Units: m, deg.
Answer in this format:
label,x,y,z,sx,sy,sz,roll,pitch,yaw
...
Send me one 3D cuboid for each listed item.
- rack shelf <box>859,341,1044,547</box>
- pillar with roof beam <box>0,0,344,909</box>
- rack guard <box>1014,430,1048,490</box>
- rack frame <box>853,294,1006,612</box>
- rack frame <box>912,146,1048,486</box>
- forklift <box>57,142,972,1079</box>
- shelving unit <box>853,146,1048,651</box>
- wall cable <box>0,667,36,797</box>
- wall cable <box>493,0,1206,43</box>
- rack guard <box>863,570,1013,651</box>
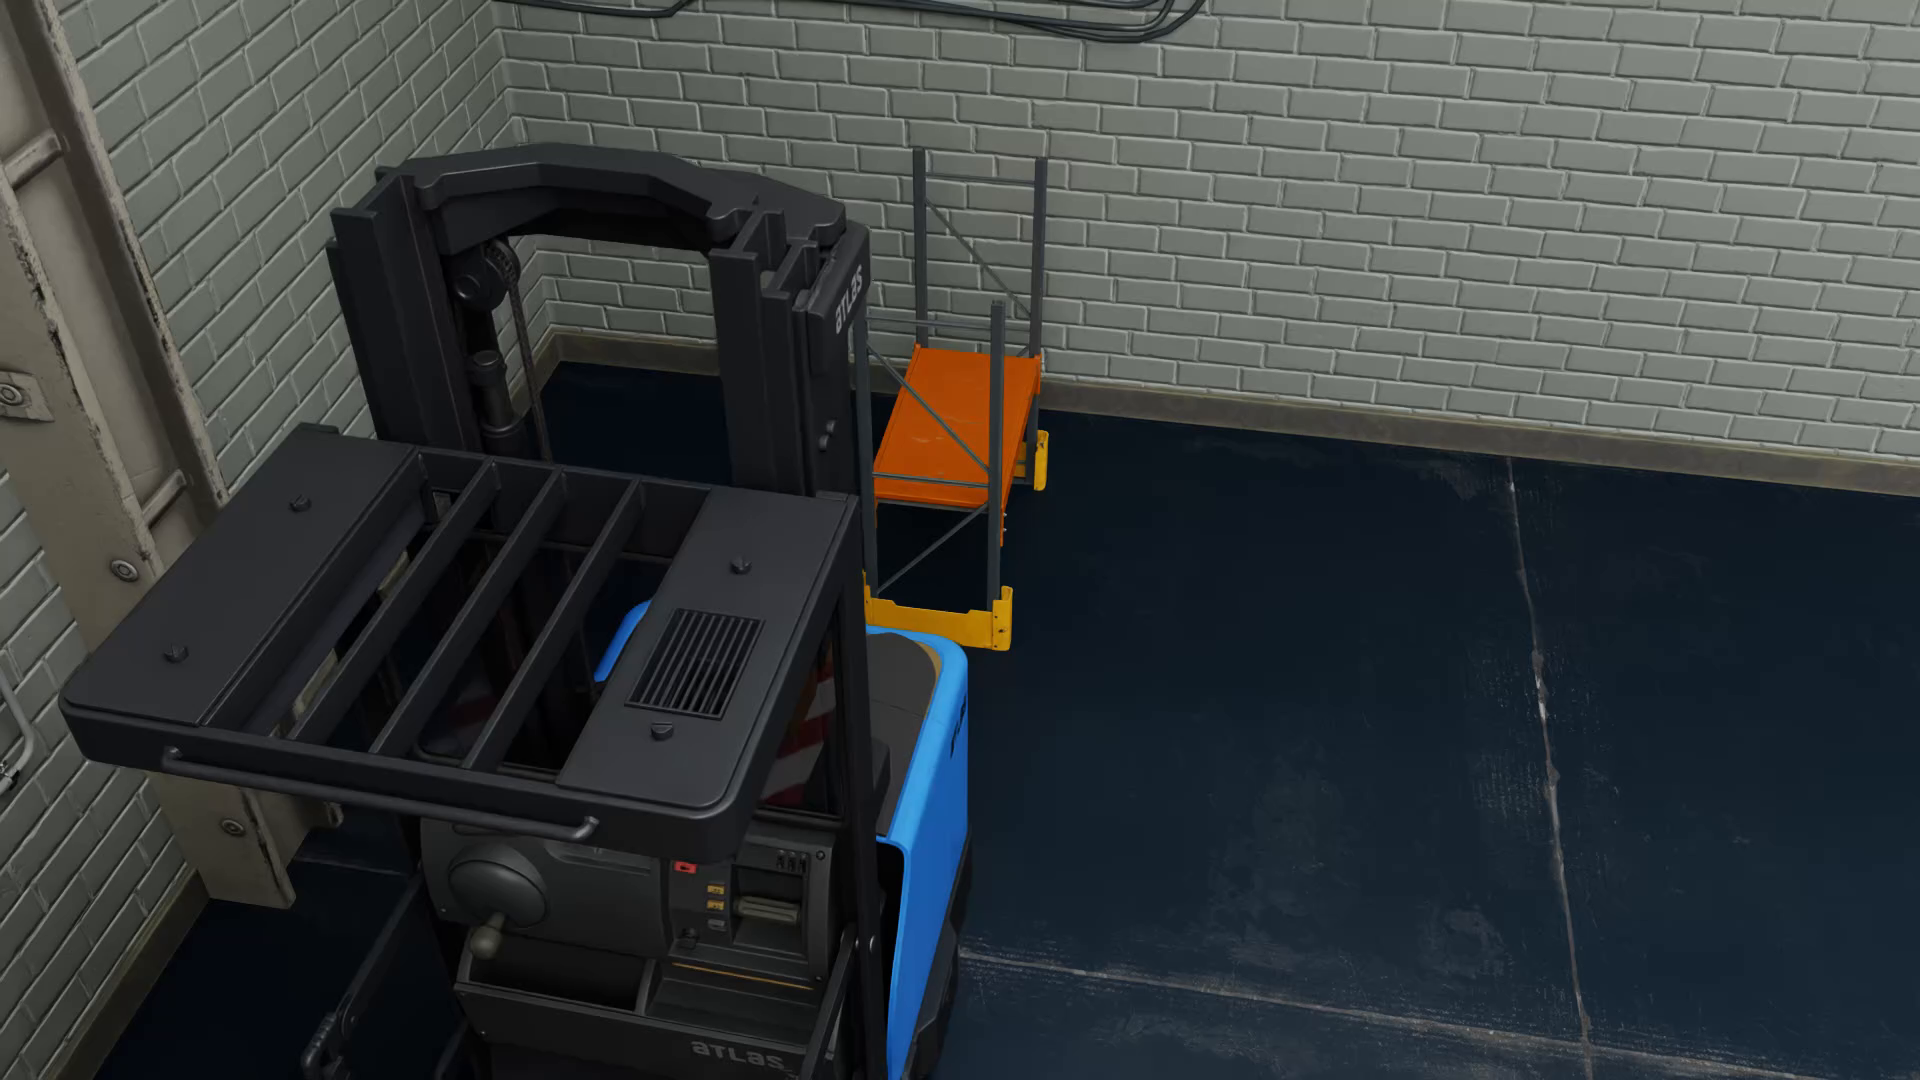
label,x,y,z,sx,sy,sz,roll,pitch,yaw
rack shelf,-0.015,-0.386,6.322,0.538,0.185,1.000,6,40,8
pillar with roof beam,1.975,-1.953,2.050,9.100,9.000,0.400,6,40,8
rack guard,0.073,-0.361,6.991,0.587,0.250,0.087,6,40,8
rack frame,-0.103,-0.205,5.821,0.500,1.500,0.032,6,40,8
rack frame,0.073,-0.844,6.593,0.500,1.500,0.032,6,40,8
forklift,-0.770,0.831,3.444,1.130,2.935,3.031,8,40,9
shelving unit,-0.013,-0.530,6.214,0.587,1.500,1.083,6,40,8
wall cable,-2.590,0.375,3.145,0.084,1.984,1.851,6,40,8
wall cable,-0.549,-2.951,5.694,3.097,2.526,0.112,6,40,8
rack guard,-0.099,0.264,6.234,0.587,0.250,0.087,6,40,8
